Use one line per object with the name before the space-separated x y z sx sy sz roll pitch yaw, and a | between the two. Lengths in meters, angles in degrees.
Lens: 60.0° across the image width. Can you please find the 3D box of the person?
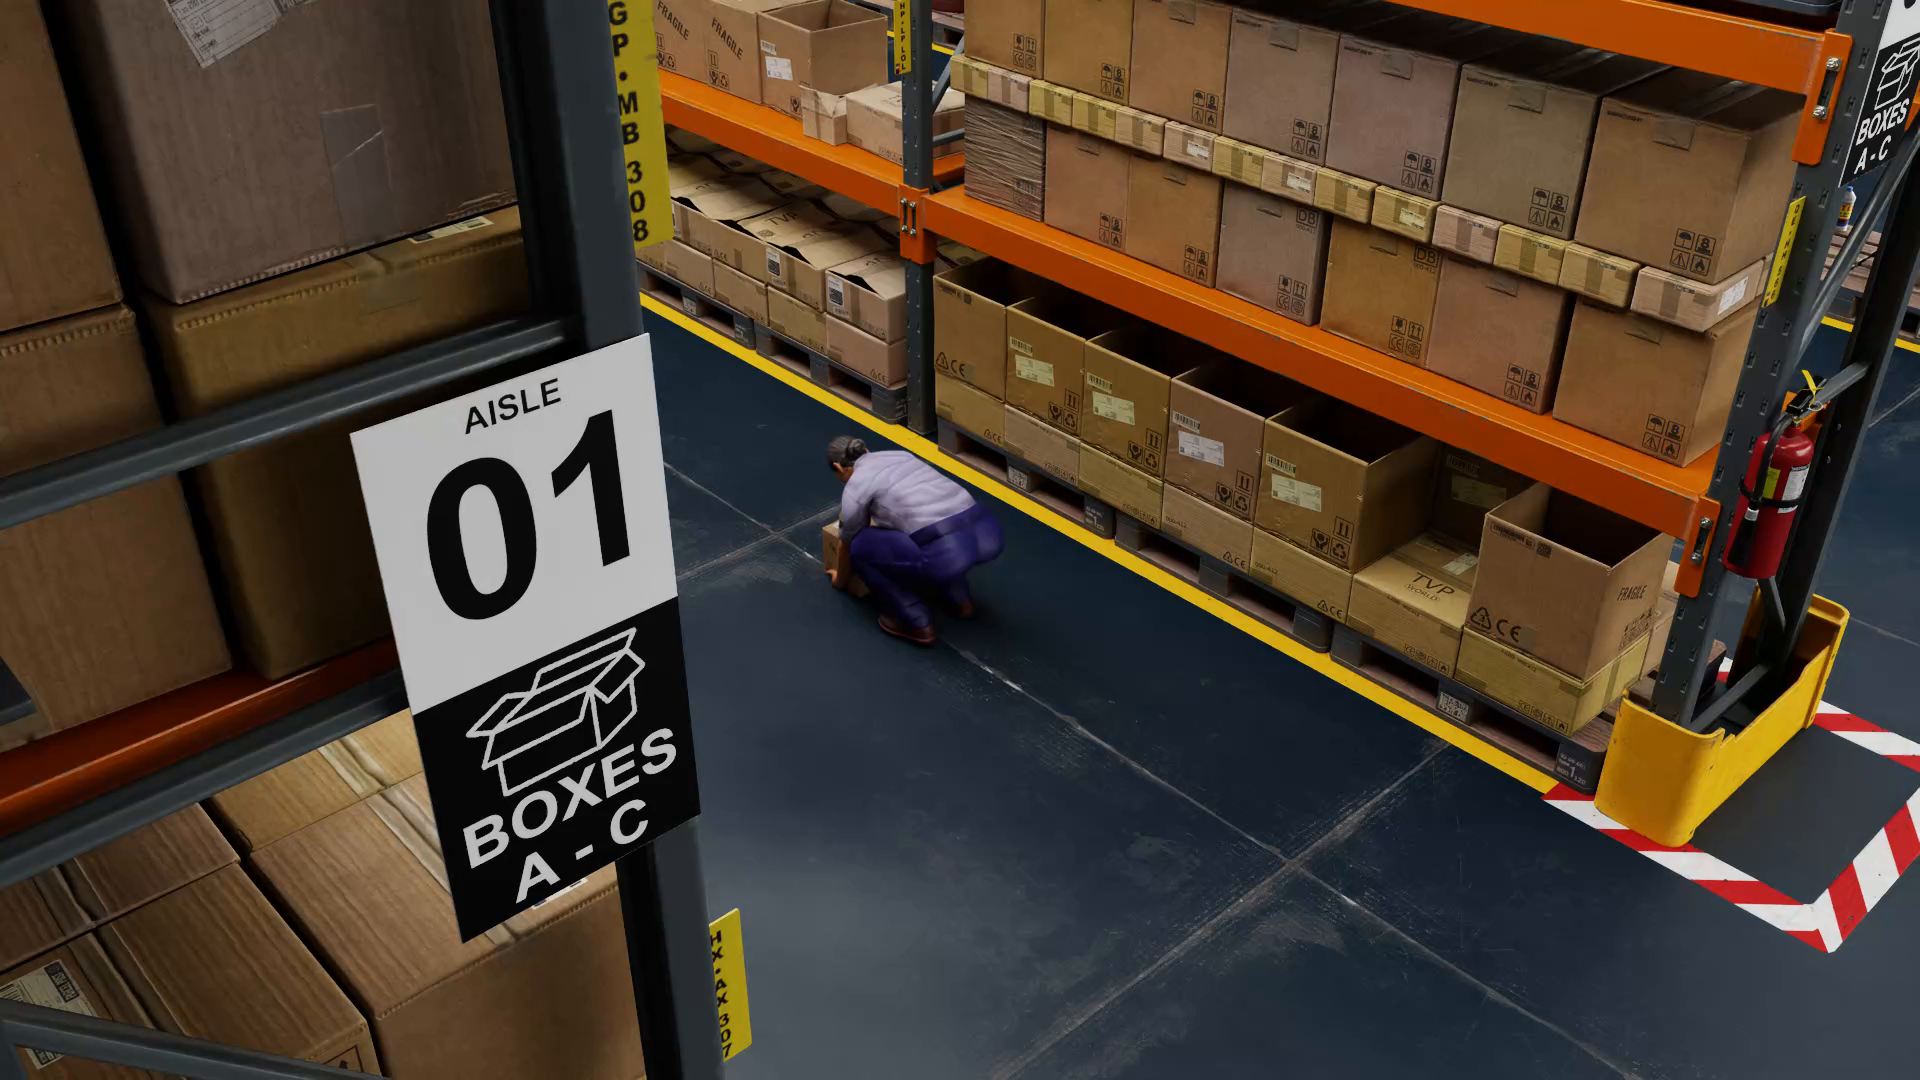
person | -0.226 -0.010 7.054 0.503 0.748 0.879 -27 41 -36
